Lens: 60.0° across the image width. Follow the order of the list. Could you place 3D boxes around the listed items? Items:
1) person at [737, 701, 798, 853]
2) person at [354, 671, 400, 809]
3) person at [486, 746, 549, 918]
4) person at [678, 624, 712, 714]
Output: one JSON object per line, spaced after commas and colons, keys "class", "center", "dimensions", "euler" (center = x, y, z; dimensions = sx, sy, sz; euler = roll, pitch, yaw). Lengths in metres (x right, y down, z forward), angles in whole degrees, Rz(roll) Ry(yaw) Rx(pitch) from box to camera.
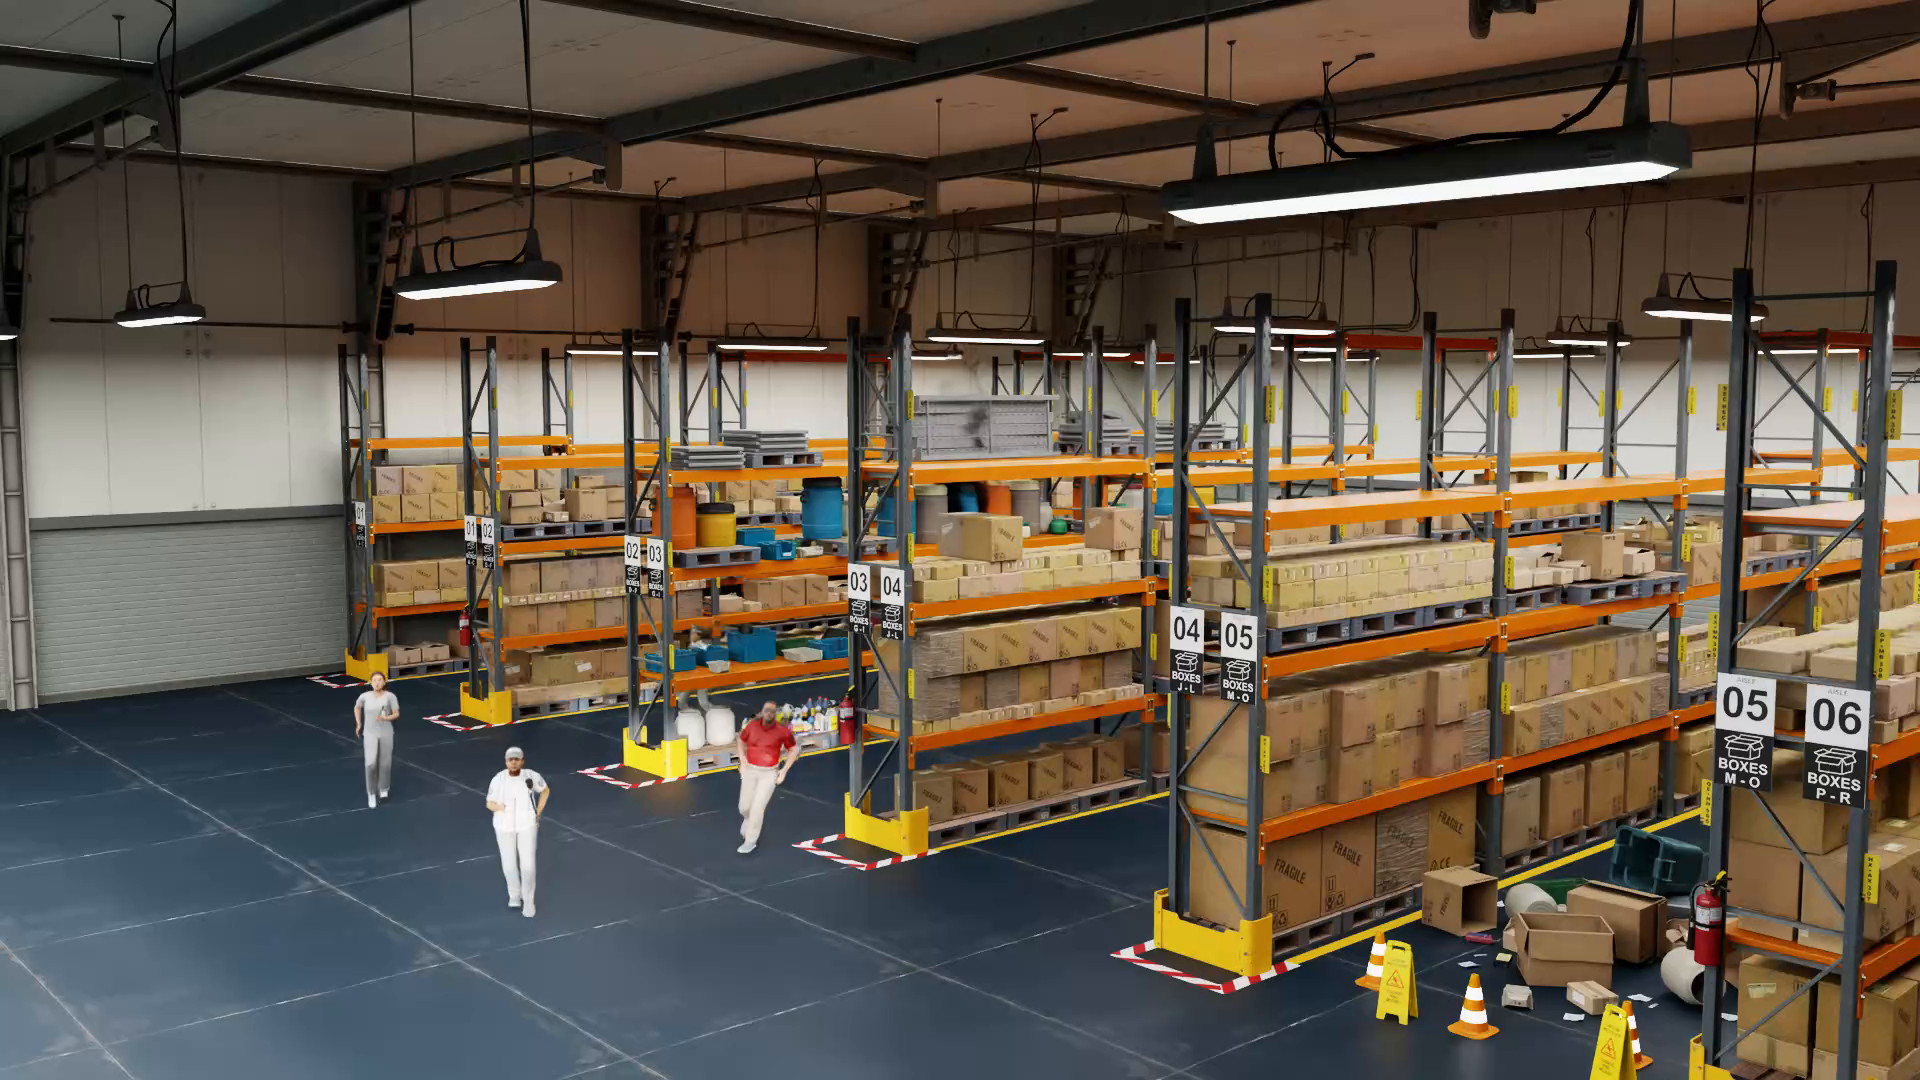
{"class": "person", "center": [-2.201, 2.646, 18.840], "dimensions": [0.738, 1.681, 0.706], "euler": [1, 5, 9]}
{"class": "person", "center": [-7.266, 2.476, 20.752], "dimensions": [0.535, 1.696, 0.712], "euler": [-2, 5, -19]}
{"class": "person", "center": [-4.363, 2.884, 16.393], "dimensions": [0.583, 1.700, 0.660], "euler": [-1, 5, -9]}
{"class": "person", "center": [-3.911, 2.111, 24.807], "dimensions": [0.592, 1.753, 0.751], "euler": [5, 7, 43]}
